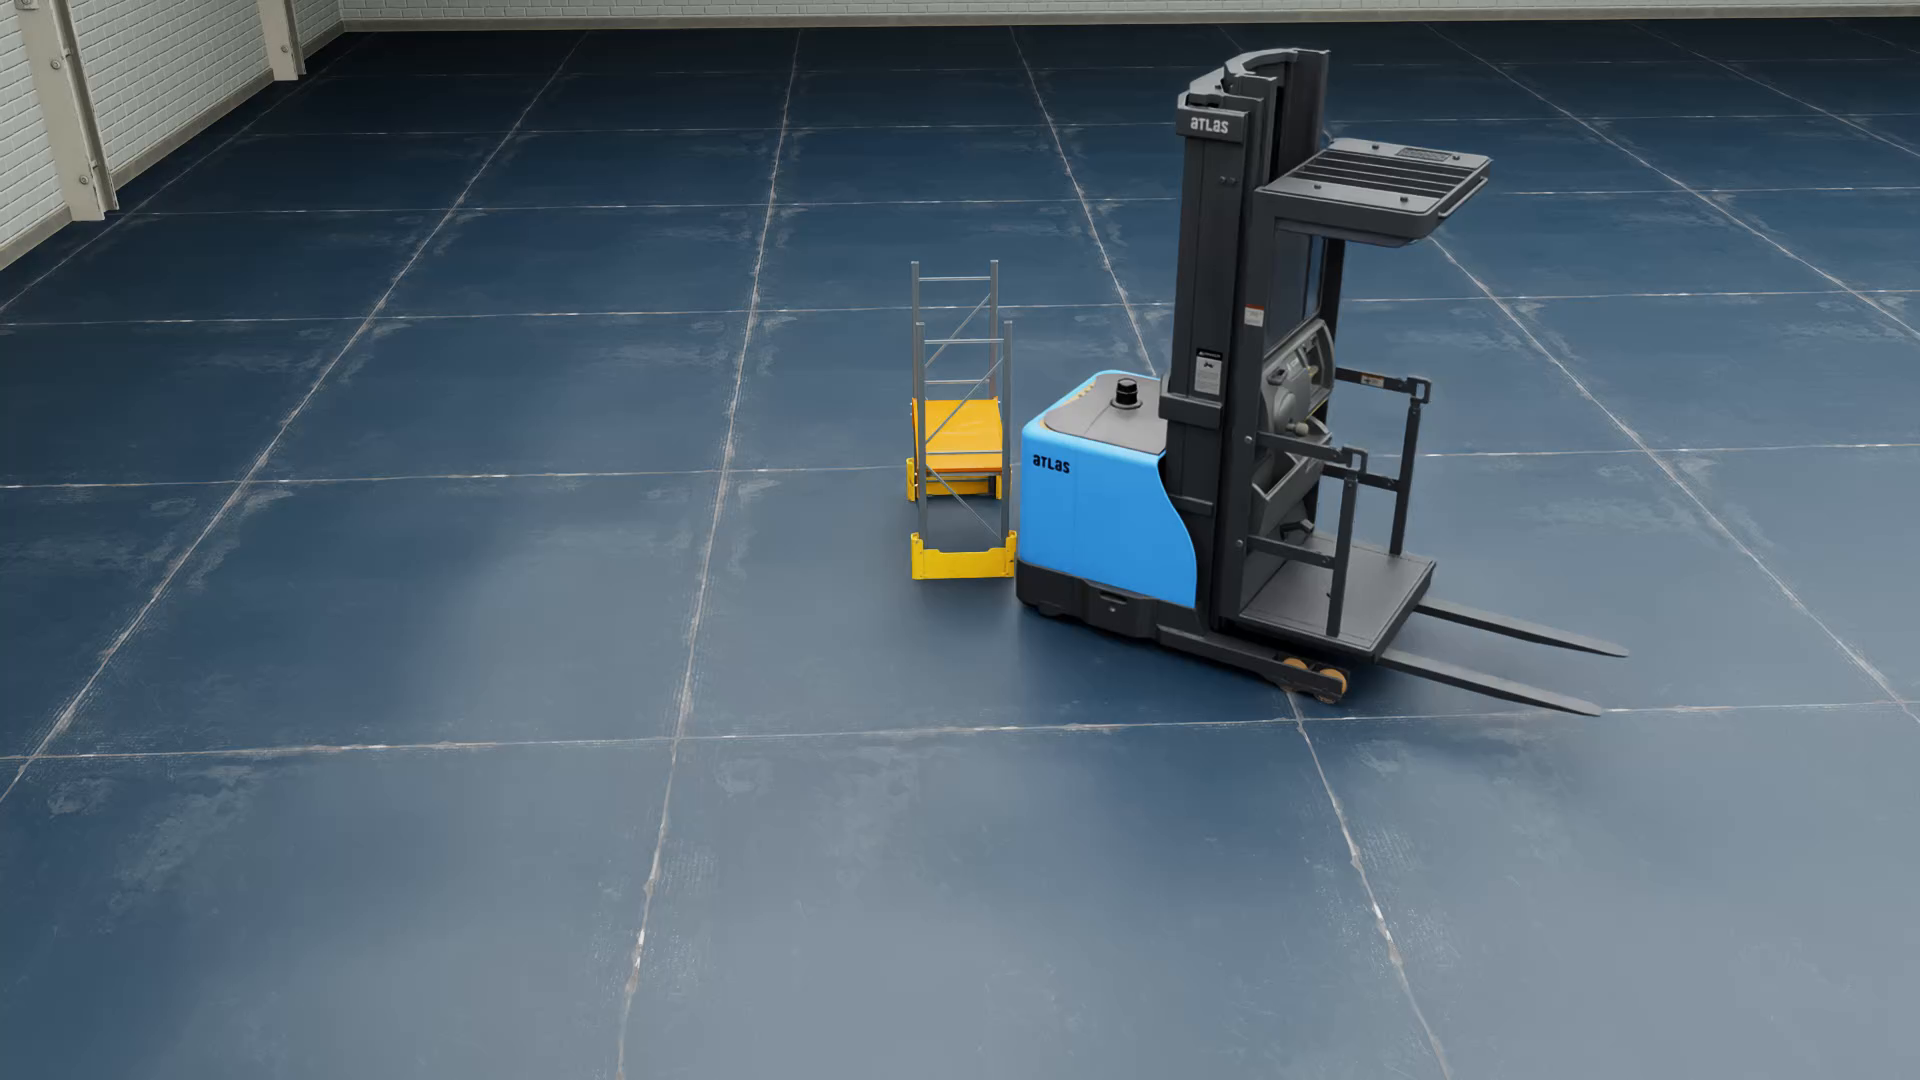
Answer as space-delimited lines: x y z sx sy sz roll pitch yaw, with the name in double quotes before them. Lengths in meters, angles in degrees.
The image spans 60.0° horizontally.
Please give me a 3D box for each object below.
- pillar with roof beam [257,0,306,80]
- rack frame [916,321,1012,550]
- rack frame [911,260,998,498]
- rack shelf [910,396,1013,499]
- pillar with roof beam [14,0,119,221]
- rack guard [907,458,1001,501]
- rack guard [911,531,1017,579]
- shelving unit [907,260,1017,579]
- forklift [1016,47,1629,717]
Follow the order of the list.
"pillar with roof beam" -4.142 -9.922 19.043 9.100 9.000 0.400 -1 28 -3
"rack frame" 0.022 -0.470 9.029 0.500 1.500 0.032 -1 28 -3
"rack frame" -0.031 -0.939 9.929 0.500 1.500 0.032 -1 28 -3
"rack shelf" -0.004 -0.545 9.562 0.538 0.185 1.000 -1 28 -3
"pillar with roof beam" -3.828 -7.151 13.730 9.100 9.000 0.400 -1 28 -3
"rack guard" -0.030 -0.376 10.201 0.587 0.250 0.087 -1 28 -3
"rack guard" 0.022 0.084 9.319 0.587 0.250 0.087 -1 28 -3
"shelving unit" -0.004 -0.700 9.471 0.587 1.500 1.083 -1 28 -3
"forklift" 1.834 -0.776 8.068 3.031 2.935 1.130 15 31 27
